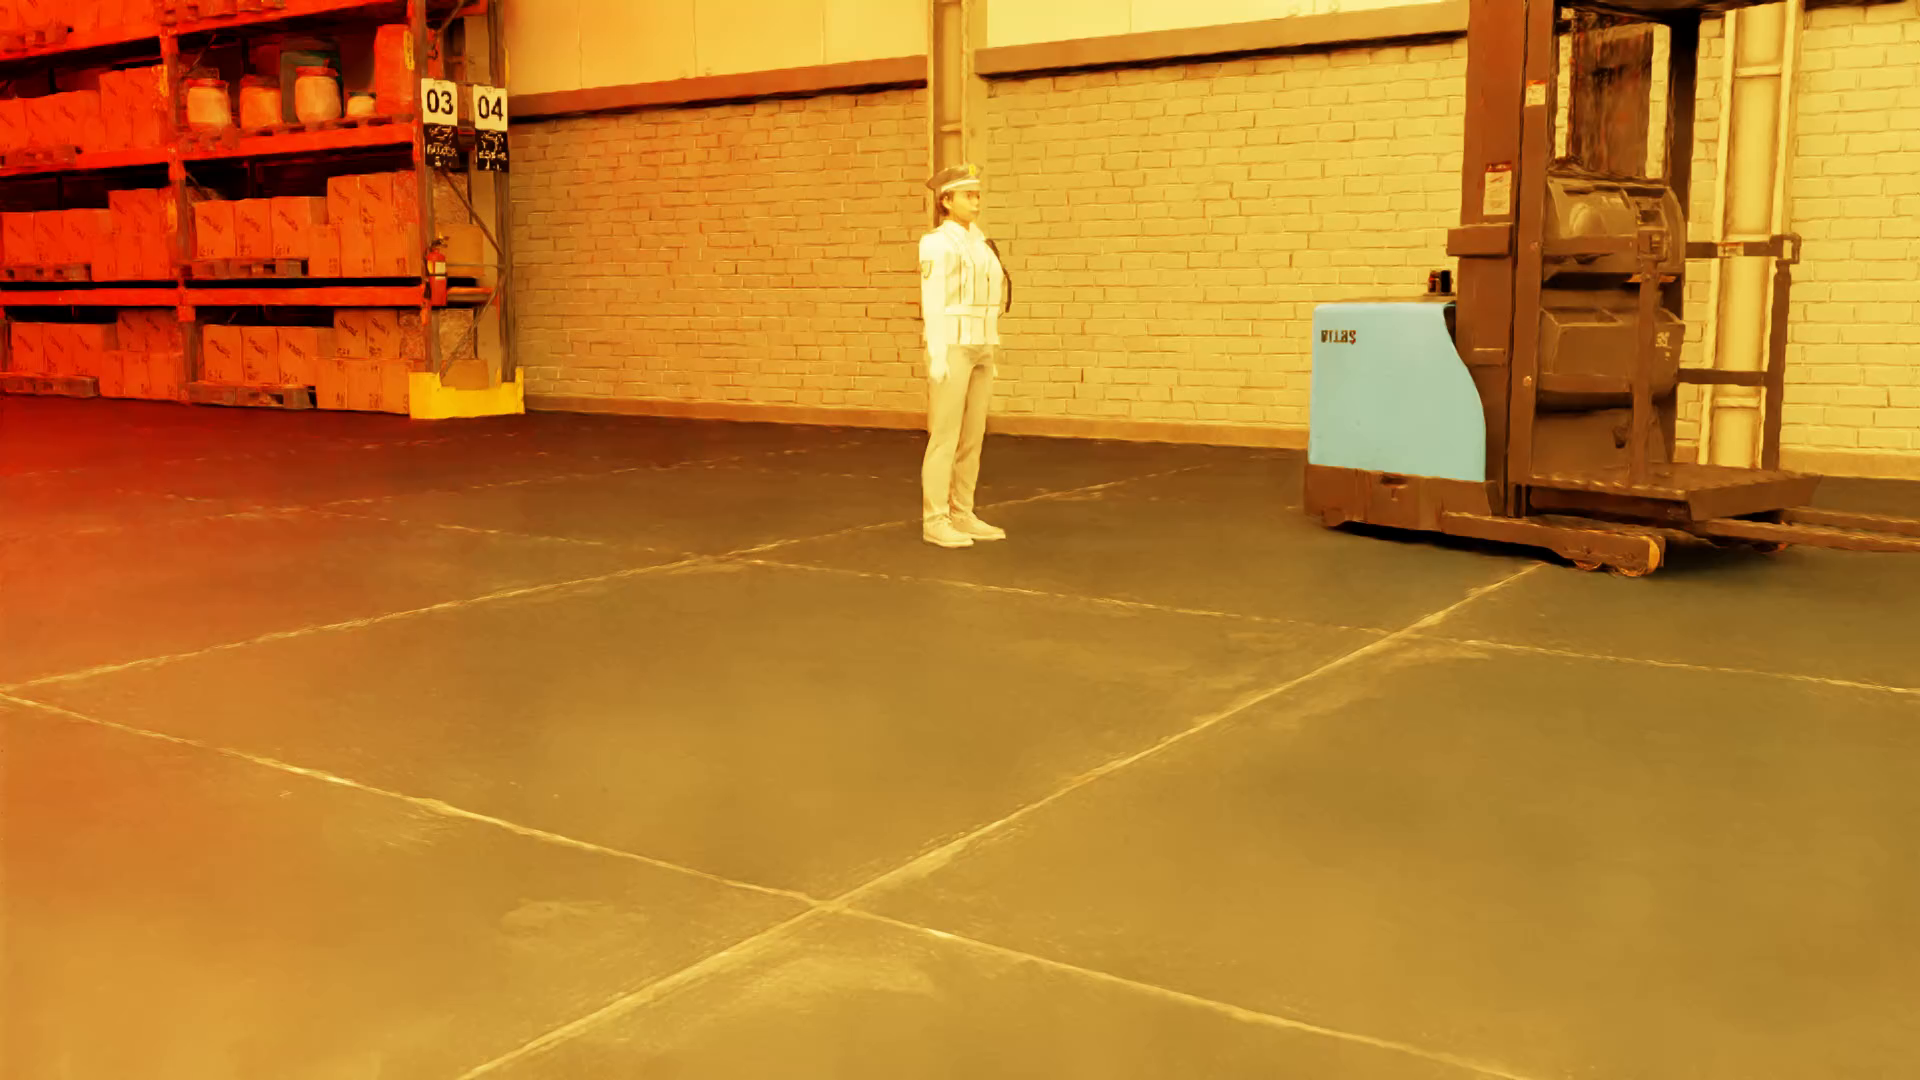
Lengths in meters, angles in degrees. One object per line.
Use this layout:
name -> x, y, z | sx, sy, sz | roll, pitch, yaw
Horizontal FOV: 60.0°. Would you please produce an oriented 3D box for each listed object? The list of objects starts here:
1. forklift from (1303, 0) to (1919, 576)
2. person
forklift -> 2.926, -1.383, 6.922 | 1.130, 2.935, 3.031 | -6, 10, -36
person -> 0.013, -0.834, 7.478 | 0.337, 1.692, 0.463 | 5, 10, 34
